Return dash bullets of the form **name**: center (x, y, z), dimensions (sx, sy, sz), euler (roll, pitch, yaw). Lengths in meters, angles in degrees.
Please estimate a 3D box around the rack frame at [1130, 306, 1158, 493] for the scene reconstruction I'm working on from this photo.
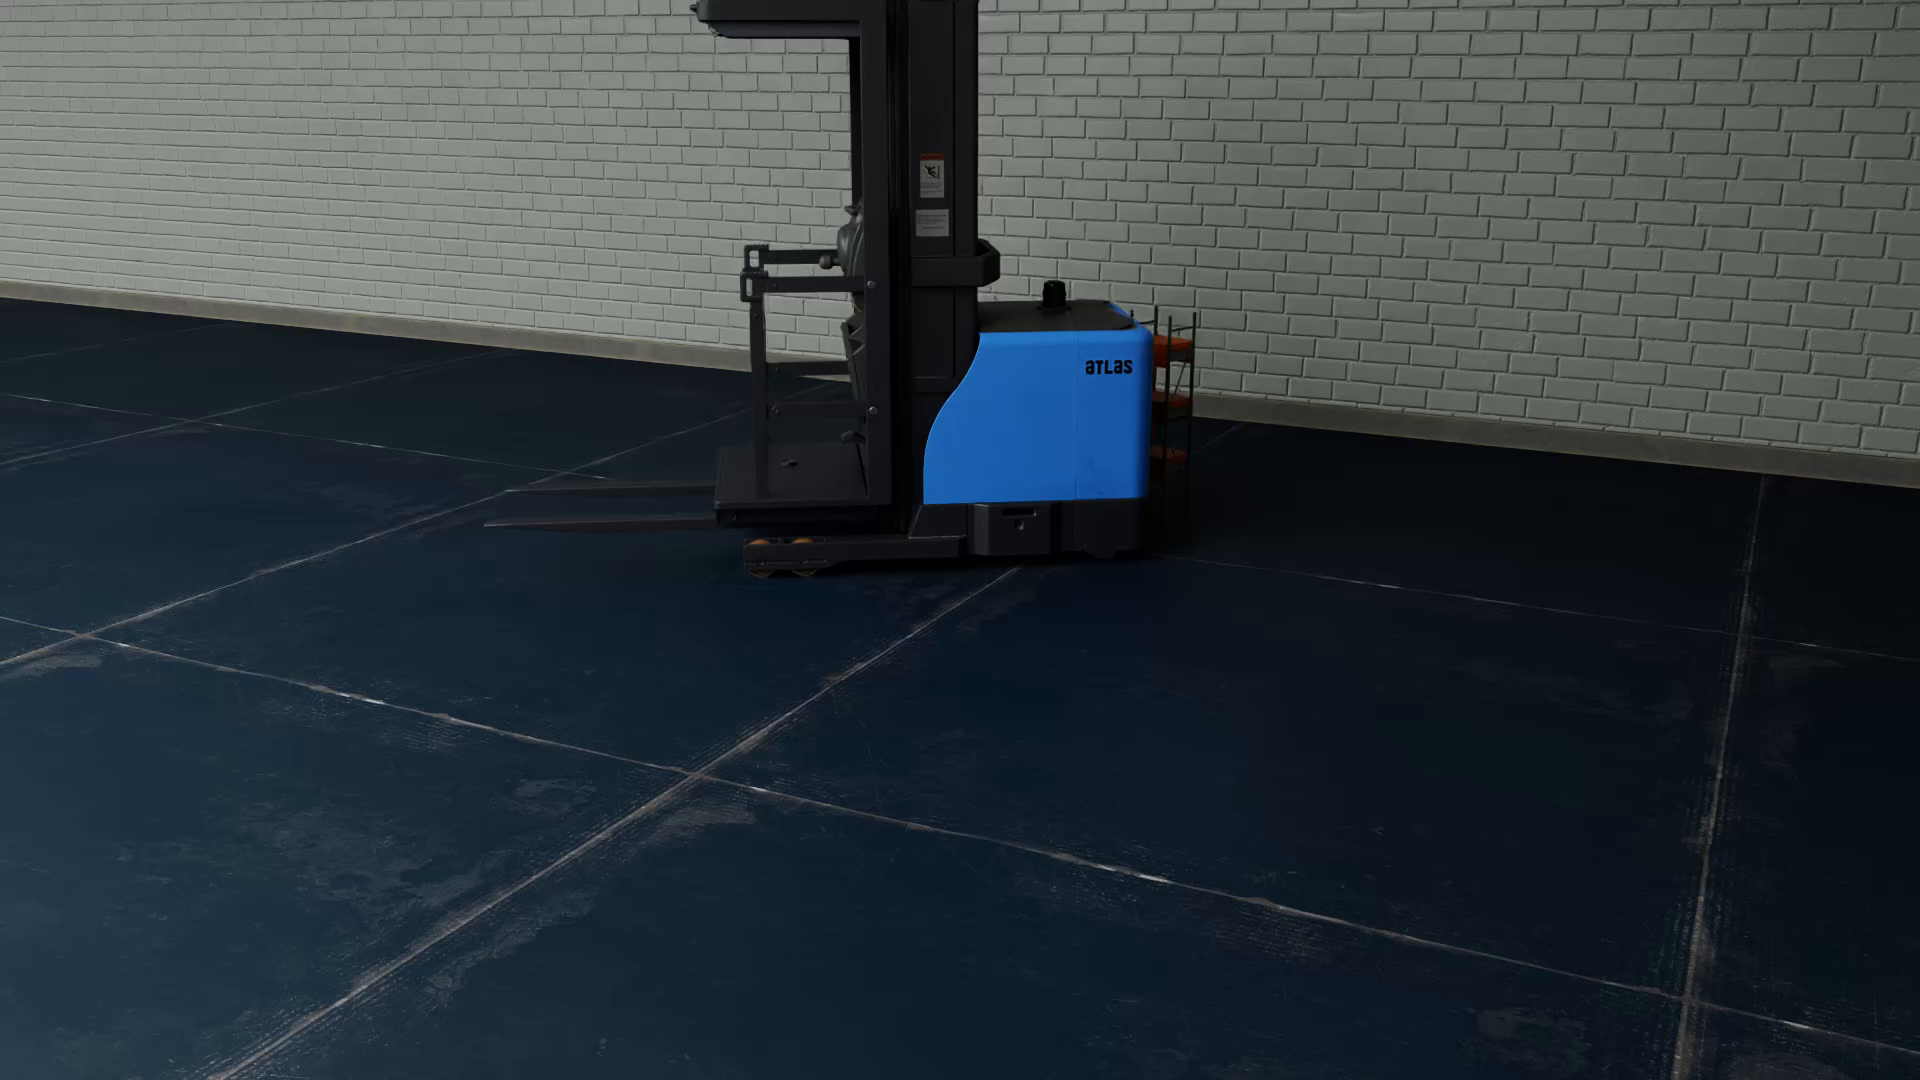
- **rack frame**: center (0.904, -0.634, 8.316), dimensions (0.200, 1.050, 0.008), euler (-15, 22, -41)

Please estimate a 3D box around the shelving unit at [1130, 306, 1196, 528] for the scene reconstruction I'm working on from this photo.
- **shelving unit**: center (0.987, -0.609, 8.230), dimensions (0.215, 1.050, 0.252), euler (-15, 22, -41)

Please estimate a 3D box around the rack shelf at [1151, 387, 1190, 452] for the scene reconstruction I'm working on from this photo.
- **rack shelf**: center (0.987, -0.599, 8.233), dimensions (0.215, 0.259, 0.240), euler (-15, 22, -41)

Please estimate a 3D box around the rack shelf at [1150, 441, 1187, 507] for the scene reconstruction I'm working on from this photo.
- **rack shelf**: center (0.987, -0.332, 8.312), dimensions (0.215, 0.259, 0.240), euler (-15, 22, -41)

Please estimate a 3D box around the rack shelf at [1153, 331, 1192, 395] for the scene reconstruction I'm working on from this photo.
- **rack shelf**: center (0.987, -0.871, 8.152), dimensions (0.215, 0.259, 0.240), euler (-15, 22, -41)

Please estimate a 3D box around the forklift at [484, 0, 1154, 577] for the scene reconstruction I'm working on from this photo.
- **forklift**: center (-0.668, -1.397, 7.580), dimensions (3.031, 2.935, 1.130), euler (-2, 17, -6)

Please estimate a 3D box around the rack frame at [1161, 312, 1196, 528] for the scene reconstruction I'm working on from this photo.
- **rack frame**: center (1.070, -0.583, 8.144), dimensions (0.200, 1.050, 0.008), euler (-15, 22, -41)
